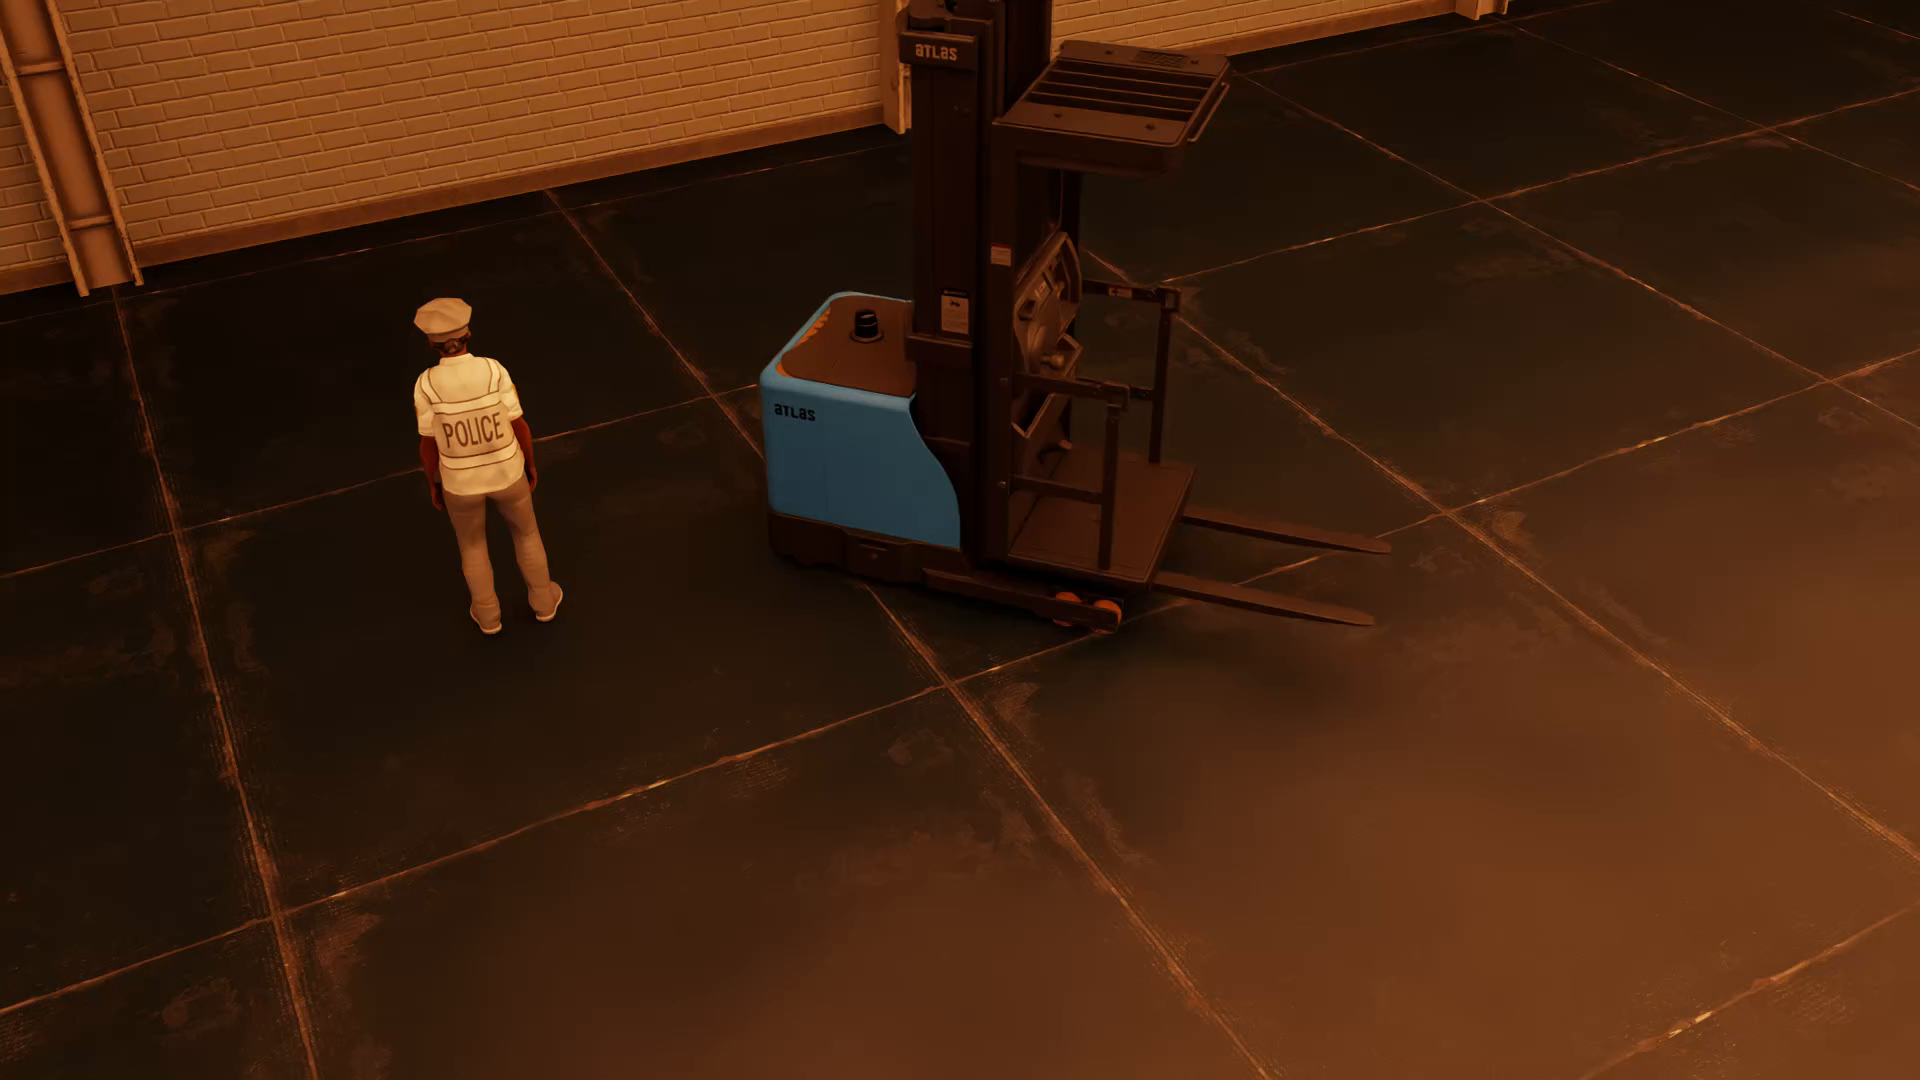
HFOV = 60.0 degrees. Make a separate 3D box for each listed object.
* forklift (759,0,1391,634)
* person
[{"bbox_3d":[0.593,-1.089,7.663,3.031,2.935,1.130,11,37,16],"label":"forklift"},{"bbox_3d":[-2.187,-0.300,7.654,0.519,1.655,0.397,-12,37,-17],"label":"person"}]
